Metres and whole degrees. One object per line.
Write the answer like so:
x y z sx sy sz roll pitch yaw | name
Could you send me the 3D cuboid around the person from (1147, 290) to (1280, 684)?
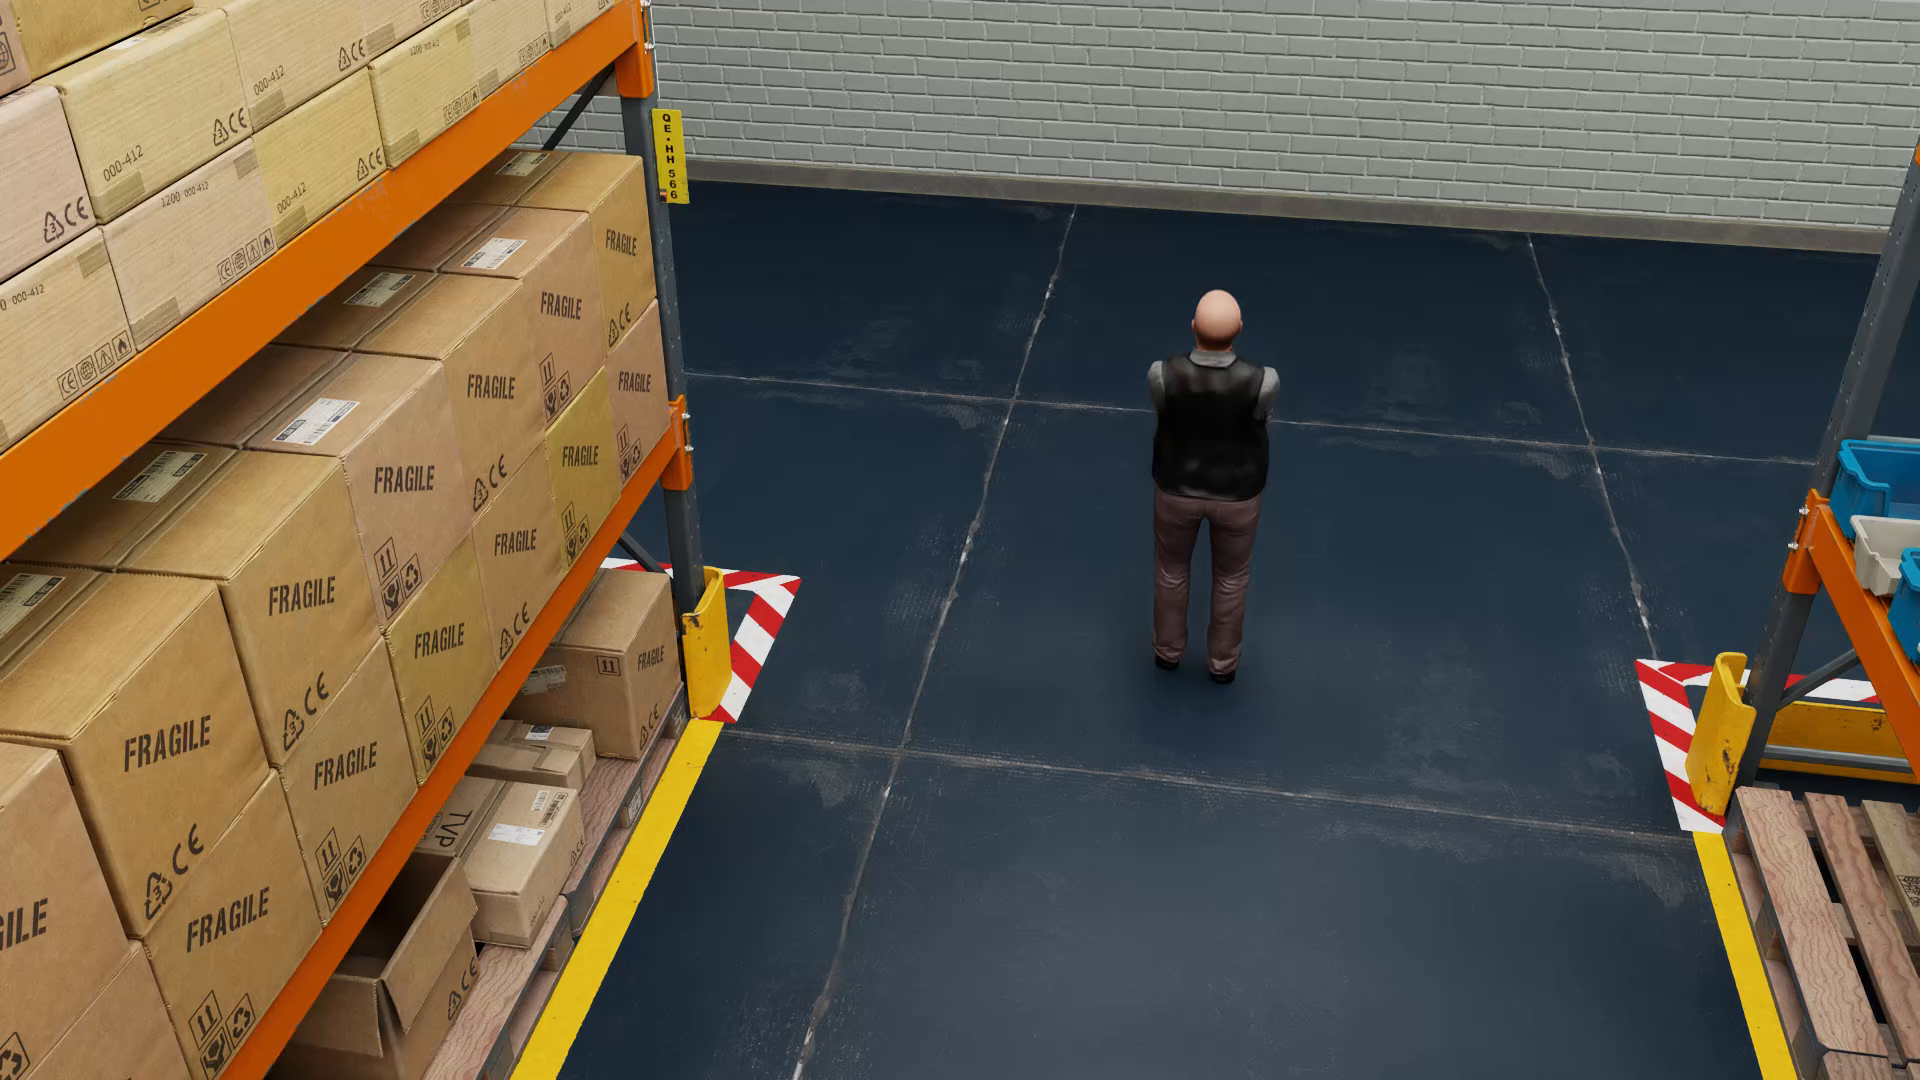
0.965 -0.244 6.557 0.494 1.711 0.560 5 33 8 | person
